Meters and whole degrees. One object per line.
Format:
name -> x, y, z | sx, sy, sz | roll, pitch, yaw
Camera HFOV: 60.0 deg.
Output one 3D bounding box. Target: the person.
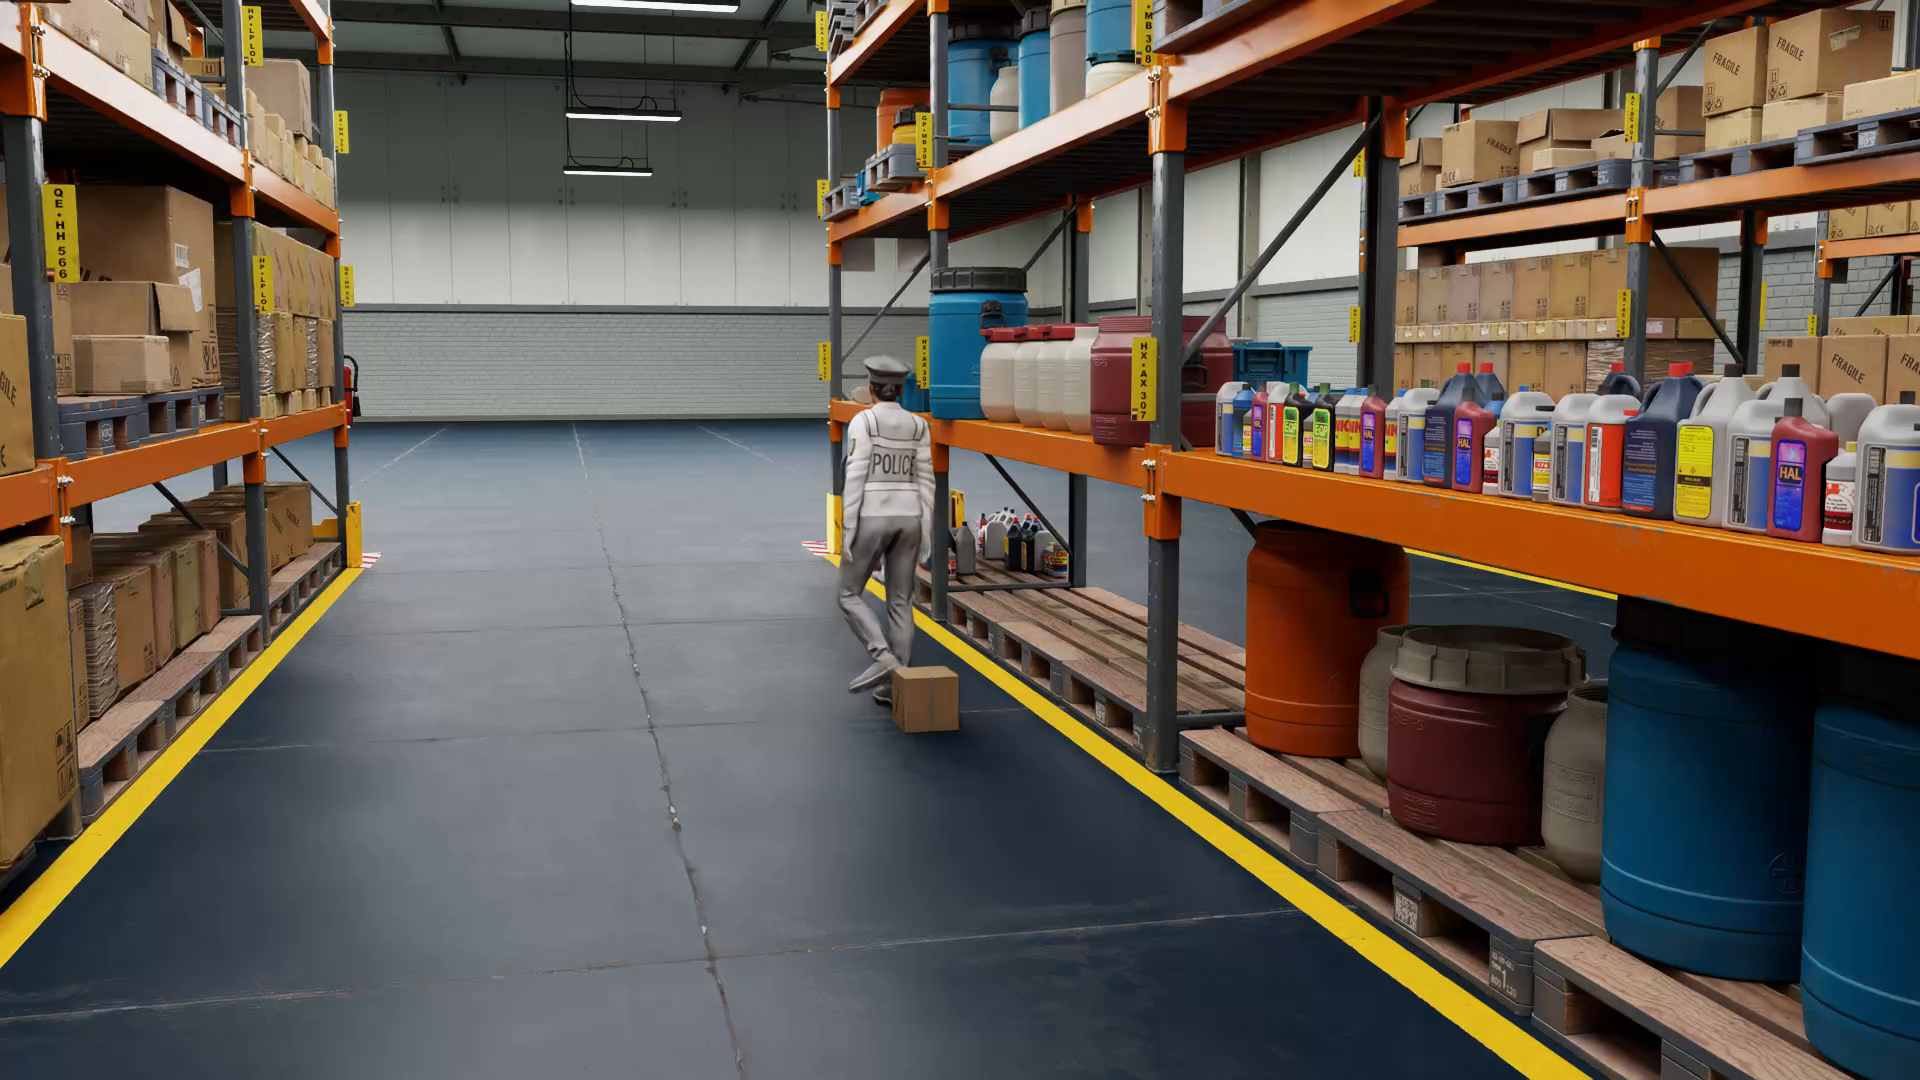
person -> -0.332, -0.047, 7.946 | 0.527, 1.667, 0.480 | -4, 7, -30
